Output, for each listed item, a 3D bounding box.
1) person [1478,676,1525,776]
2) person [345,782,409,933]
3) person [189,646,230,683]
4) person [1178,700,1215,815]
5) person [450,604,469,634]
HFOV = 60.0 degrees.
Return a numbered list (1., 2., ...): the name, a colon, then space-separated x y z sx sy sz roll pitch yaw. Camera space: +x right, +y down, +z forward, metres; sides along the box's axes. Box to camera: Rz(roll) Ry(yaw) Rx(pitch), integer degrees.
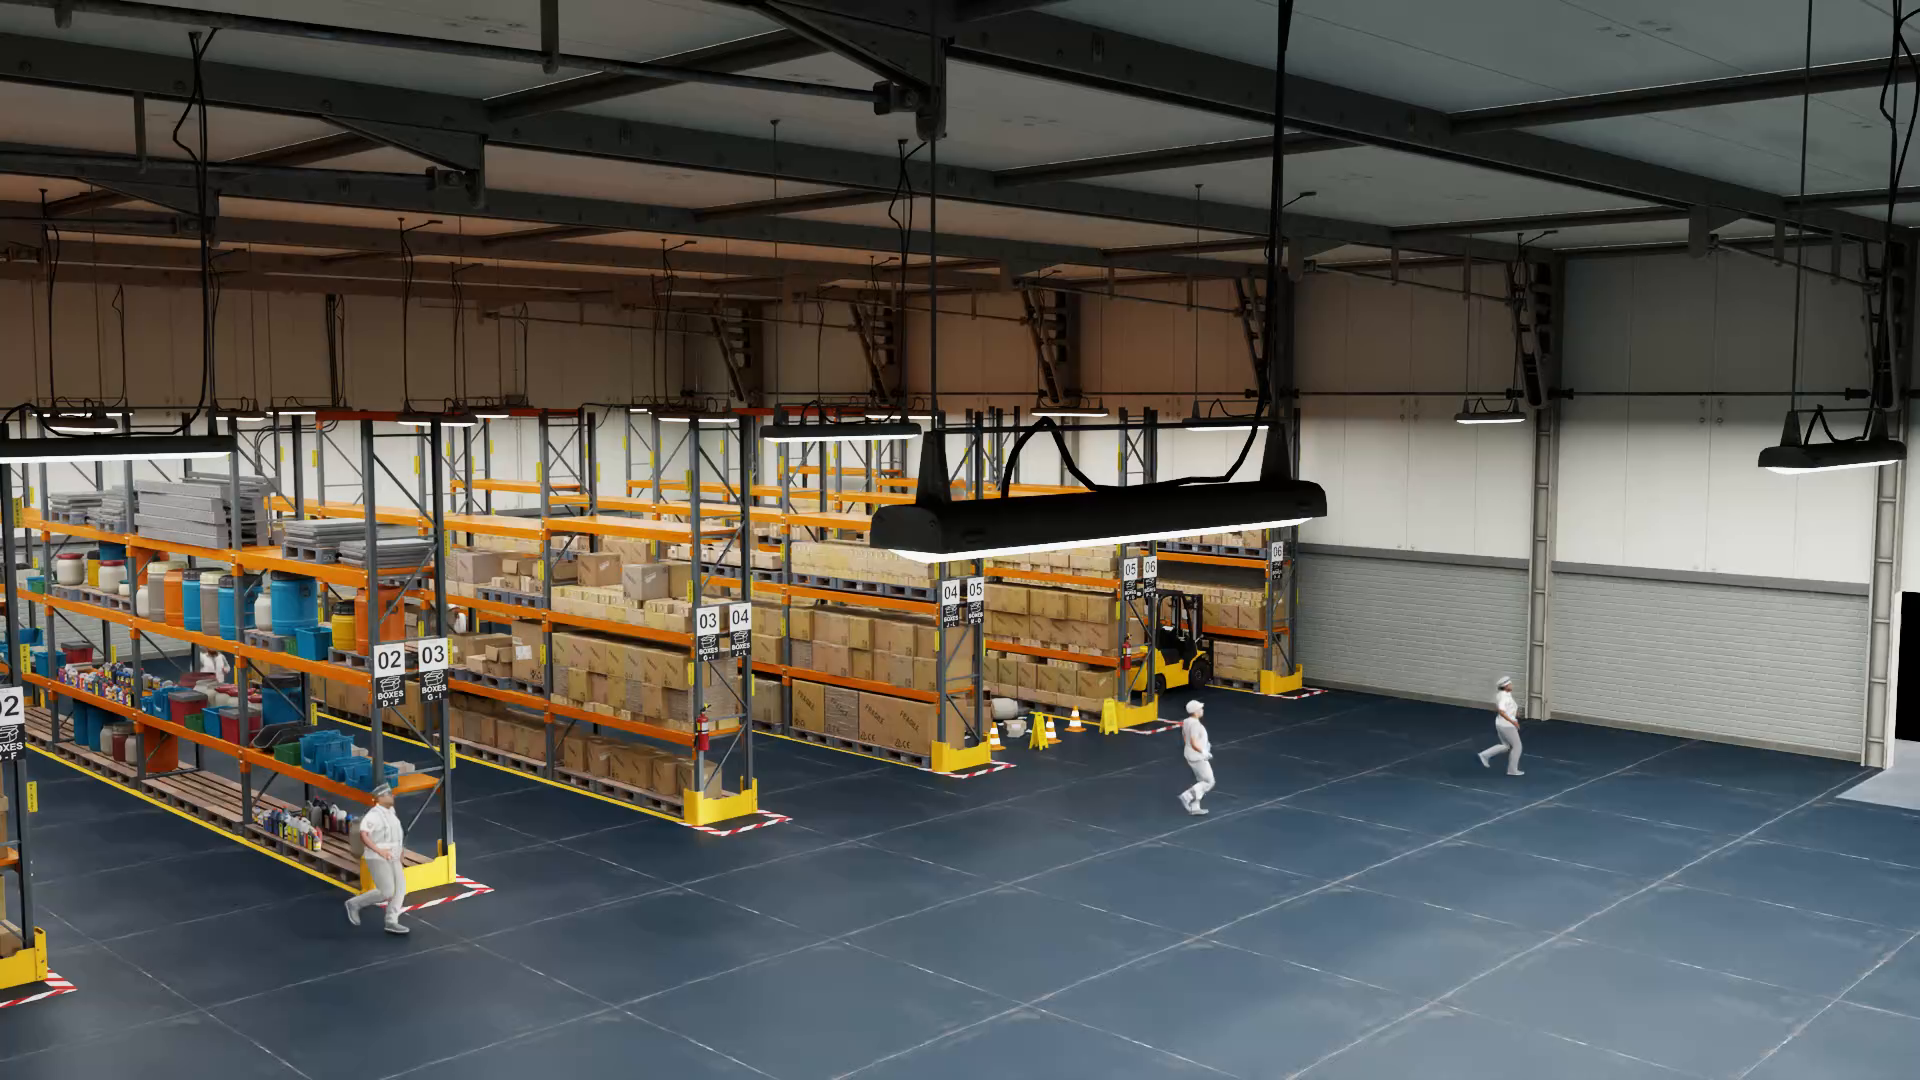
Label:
1. person: 9.002 3.066 27.507 0.720 1.660 0.584 0 5 3
2. person: -6.816 3.730 19.684 0.765 1.722 0.715 1 5 7
3. person: -13.941 2.692 30.977 0.914 1.755 0.659 4 6 38
4. person: 3.543 3.259 24.881 0.613 1.739 0.652 -1 5 -10
5. person: -11.001 2.233 36.460 0.722 1.733 0.706 -5 7 -42
